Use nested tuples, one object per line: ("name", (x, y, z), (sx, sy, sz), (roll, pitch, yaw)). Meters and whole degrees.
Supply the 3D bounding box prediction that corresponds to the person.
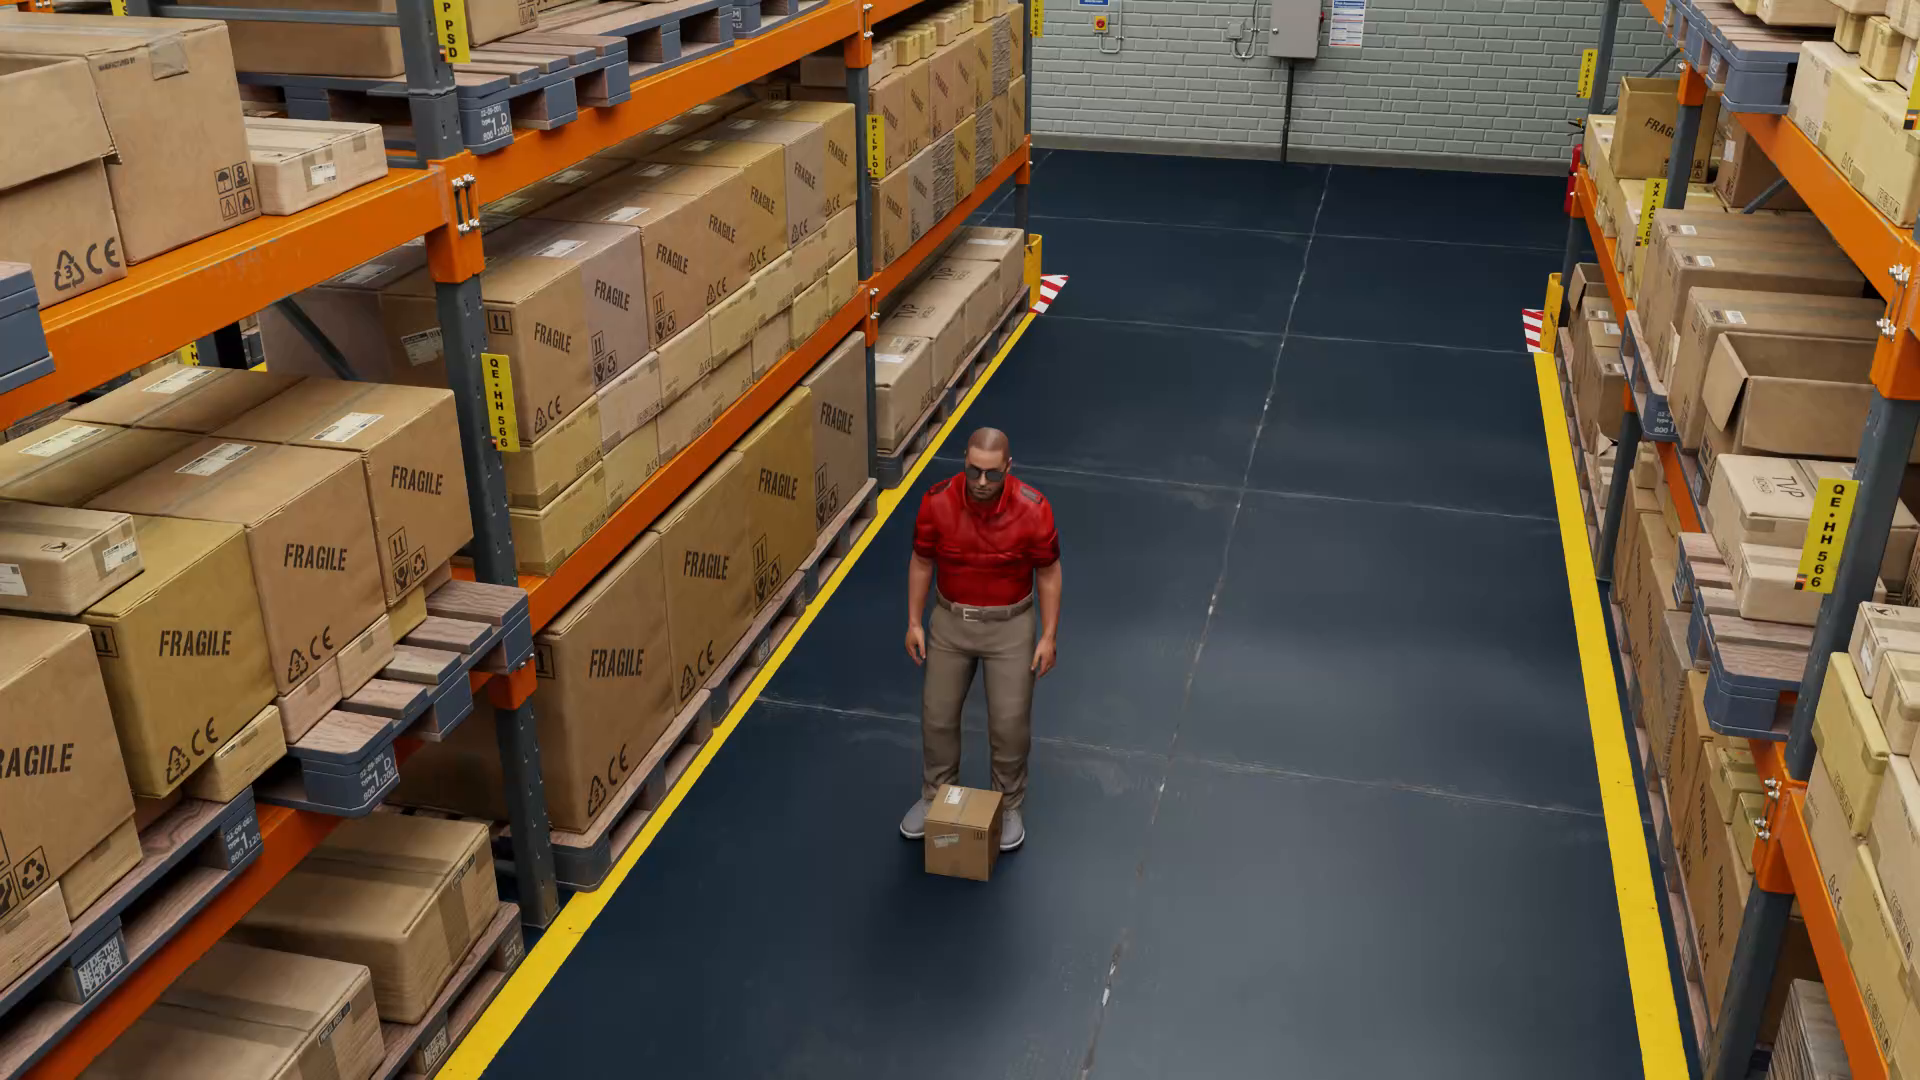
("person", (0.078, 0.359, 6.361), (0.604, 1.726, 0.394), (5, 26, 10))
